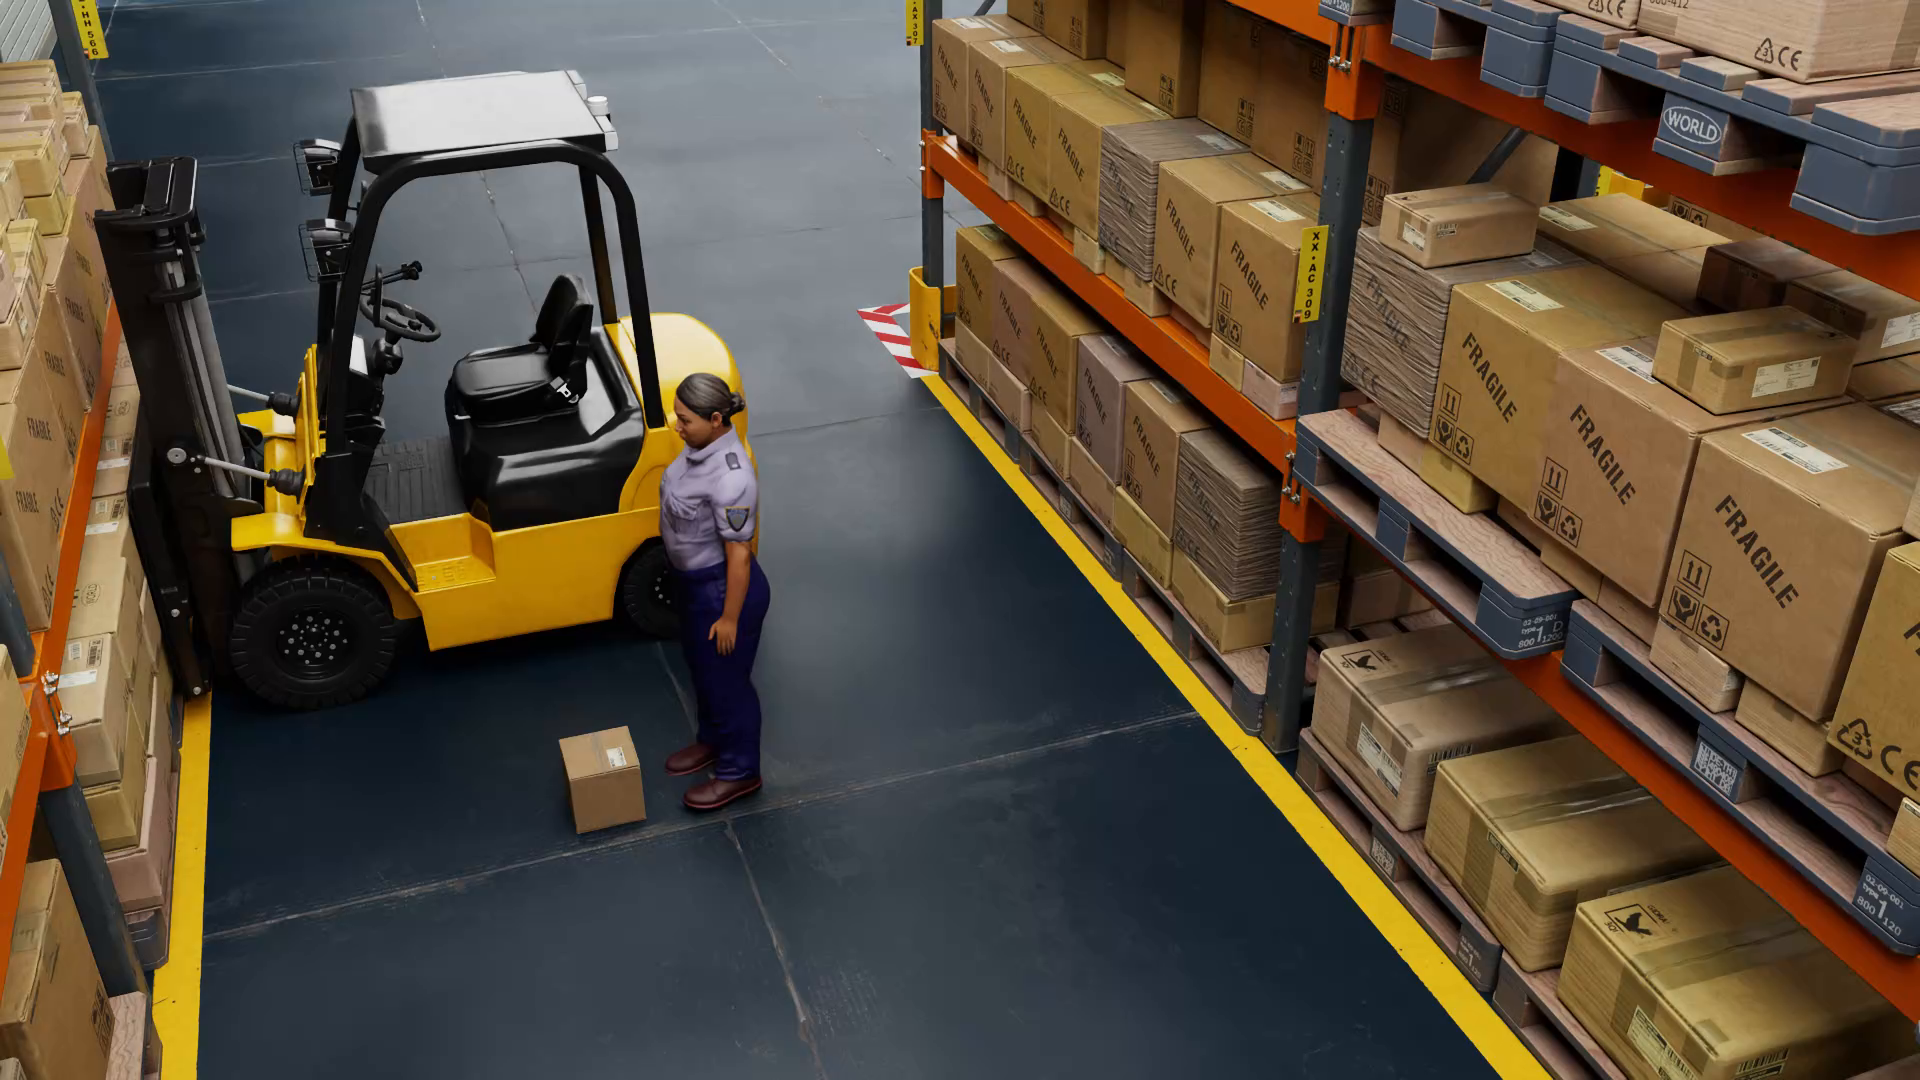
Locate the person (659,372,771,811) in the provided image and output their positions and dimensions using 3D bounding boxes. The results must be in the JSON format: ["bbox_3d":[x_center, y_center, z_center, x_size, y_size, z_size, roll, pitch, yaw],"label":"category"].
[{"bbox_3d":[-0.876,0.191,5.804,0.400,1.672,0.484,-10,32,-17],"label":"person"}]
